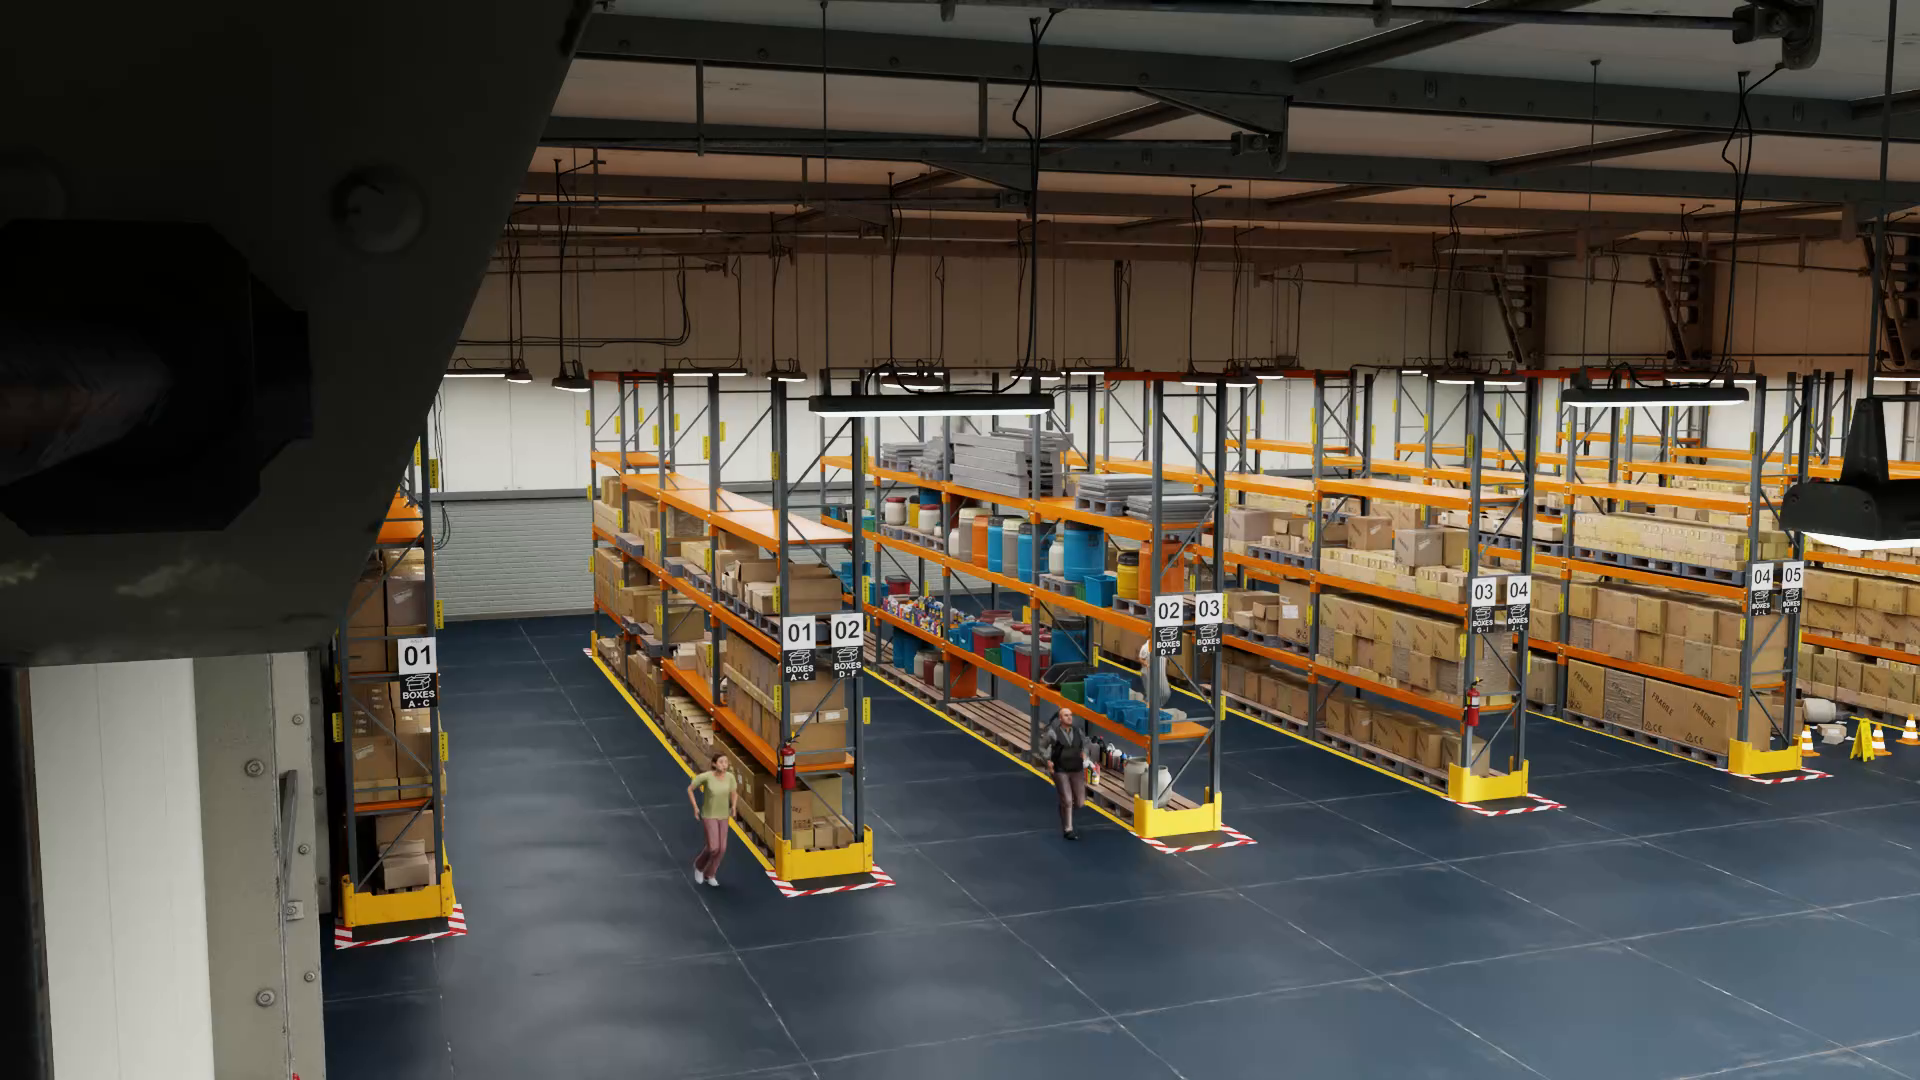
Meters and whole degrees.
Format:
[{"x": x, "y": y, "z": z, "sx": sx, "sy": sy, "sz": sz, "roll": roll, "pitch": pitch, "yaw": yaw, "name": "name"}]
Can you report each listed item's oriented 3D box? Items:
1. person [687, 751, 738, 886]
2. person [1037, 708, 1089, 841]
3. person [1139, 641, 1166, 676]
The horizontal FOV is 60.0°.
[{"x": -2.894, "y": 3.322, "z": 19.791, "sx": 0.578, "sy": 1.637, "sz": 0.555, "roll": -4, "pitch": 8, "yaw": -34, "name": "person"}, {"x": 1.404, "y": 3.067, "z": 21.912, "sx": 0.686, "sy": 1.688, "sz": 0.797, "roll": -2, "pitch": 7, "yaw": -19, "name": "person"}, {"x": 3.373, "y": 1.952, "z": 28.580, "sx": 0.612, "sy": 0.845, "sz": 0.555, "roll": -3, "pitch": 7, "yaw": -26, "name": "person"}]
